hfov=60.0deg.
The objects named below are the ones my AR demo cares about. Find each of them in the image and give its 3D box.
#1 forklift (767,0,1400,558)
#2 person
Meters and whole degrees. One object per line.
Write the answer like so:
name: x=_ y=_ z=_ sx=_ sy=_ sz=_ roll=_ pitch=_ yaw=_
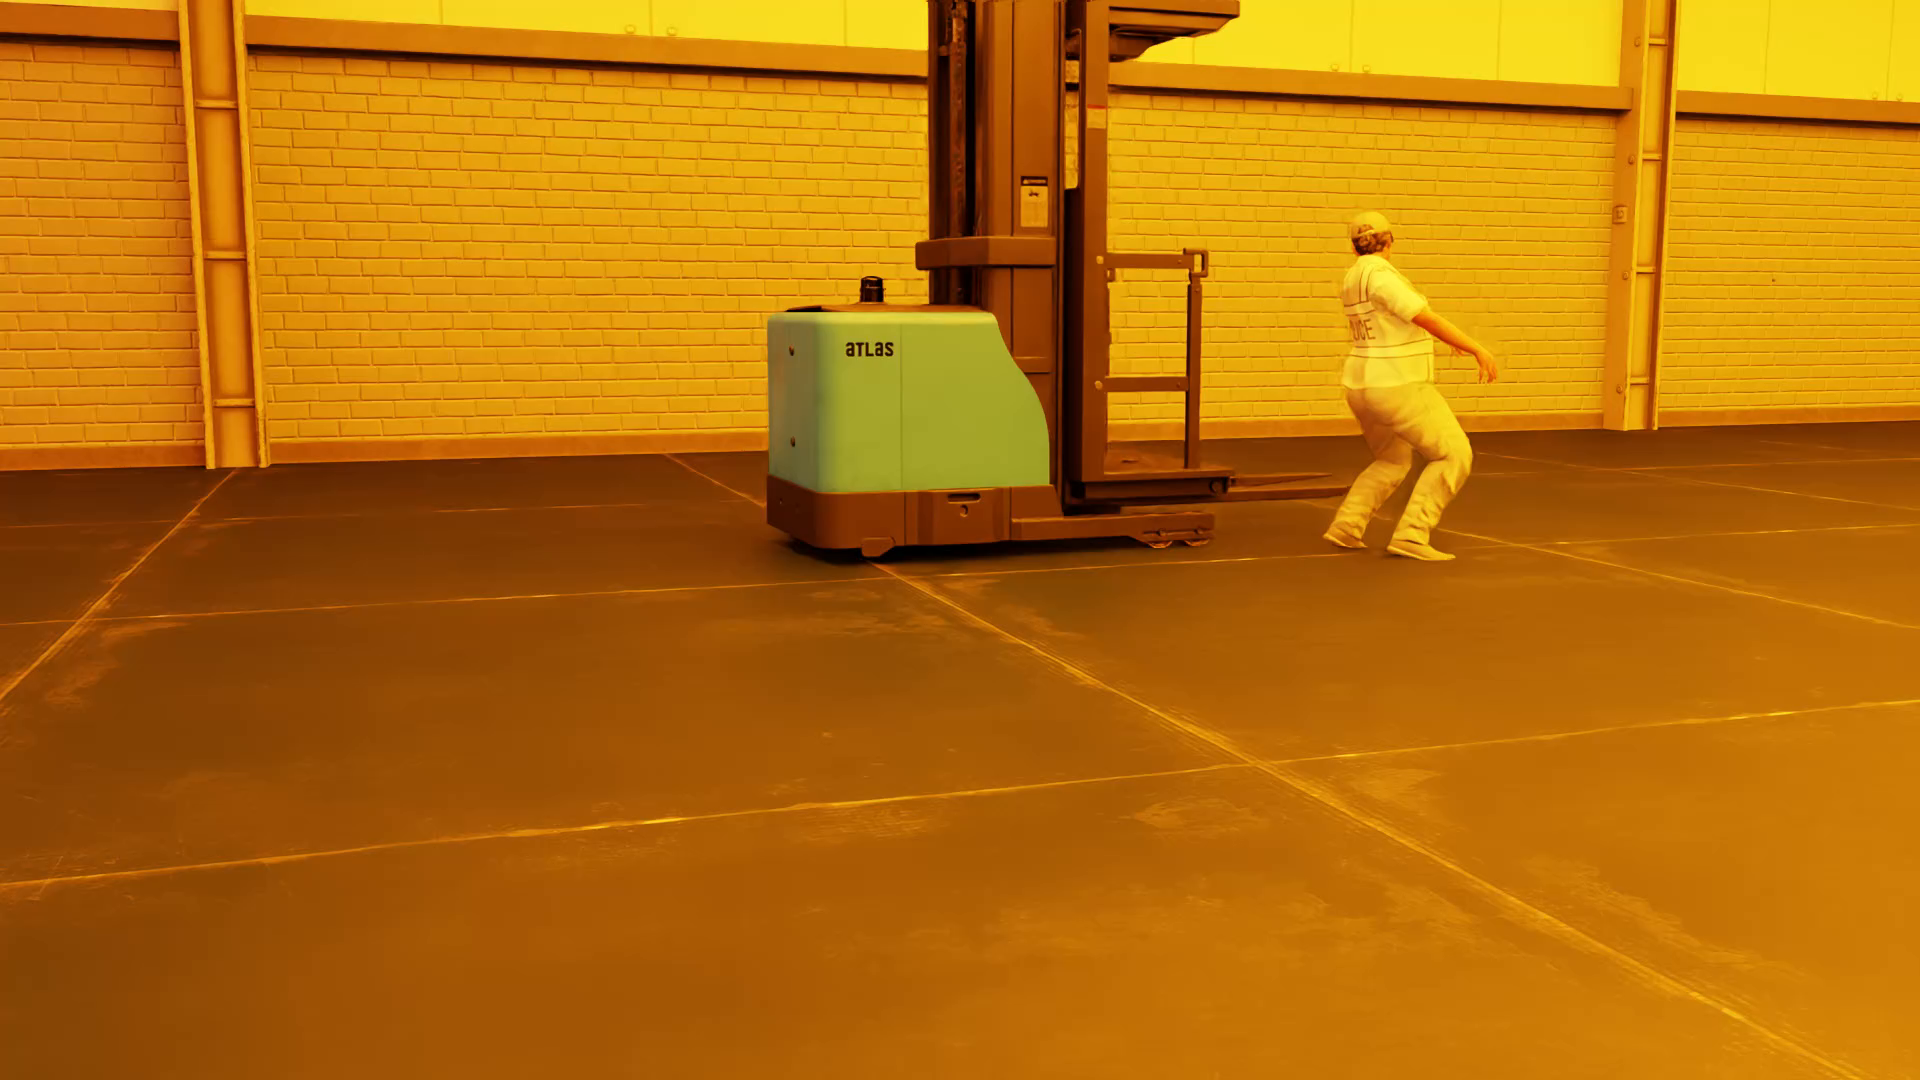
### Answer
forklift: x=0.651 y=-1.474 z=7.885 sx=3.031 sy=2.935 sz=1.130 roll=-3 pitch=8 yaw=-20
person: x=2.048 y=-0.668 z=7.447 sx=0.675 sy=1.588 sz=0.702 roll=-1 pitch=8 yaw=-9
